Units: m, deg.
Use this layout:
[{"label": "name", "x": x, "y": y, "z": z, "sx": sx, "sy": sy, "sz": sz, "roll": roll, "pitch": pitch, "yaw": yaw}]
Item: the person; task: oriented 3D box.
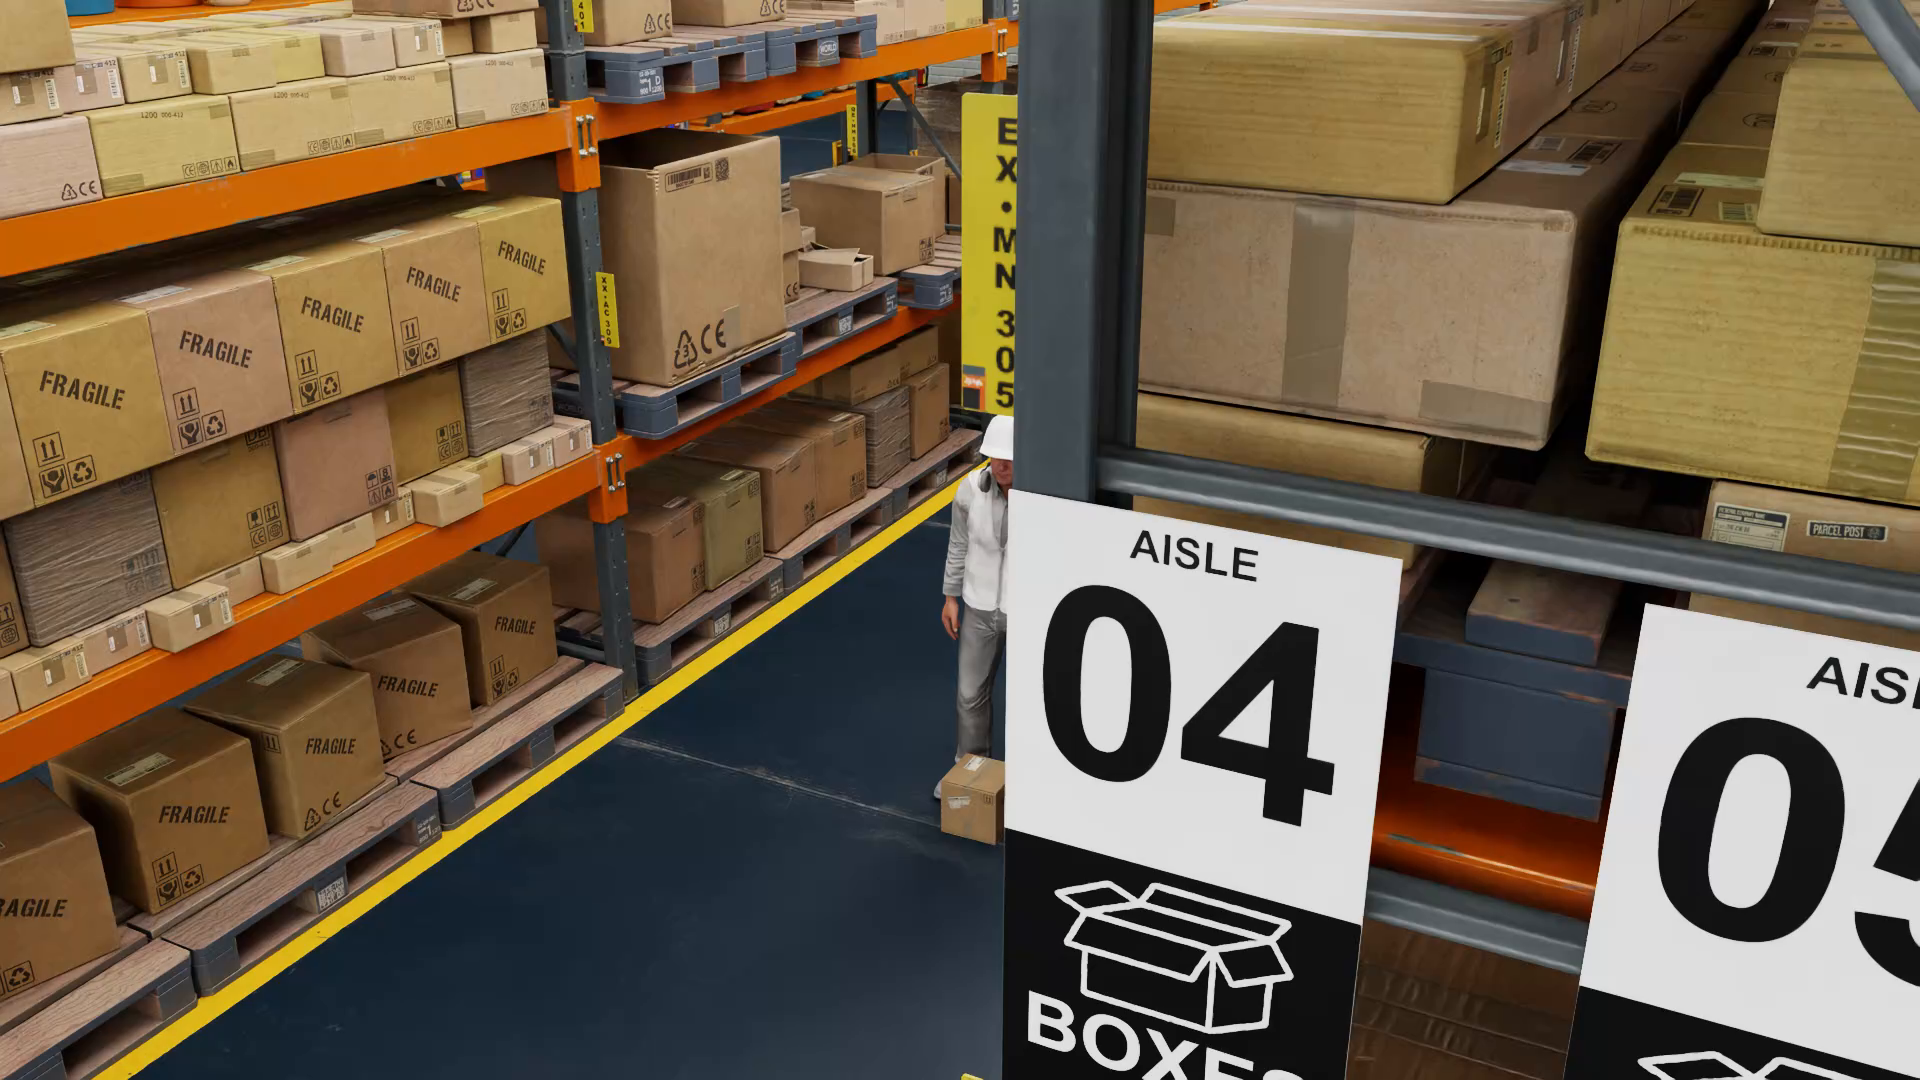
[{"label": "person", "x": 0.205, "y": 0.288, "z": 6.865, "sx": 0.594, "sy": 1.772, "sz": 0.459, "roll": 10, "pitch": 24, "yaw": 22}]
